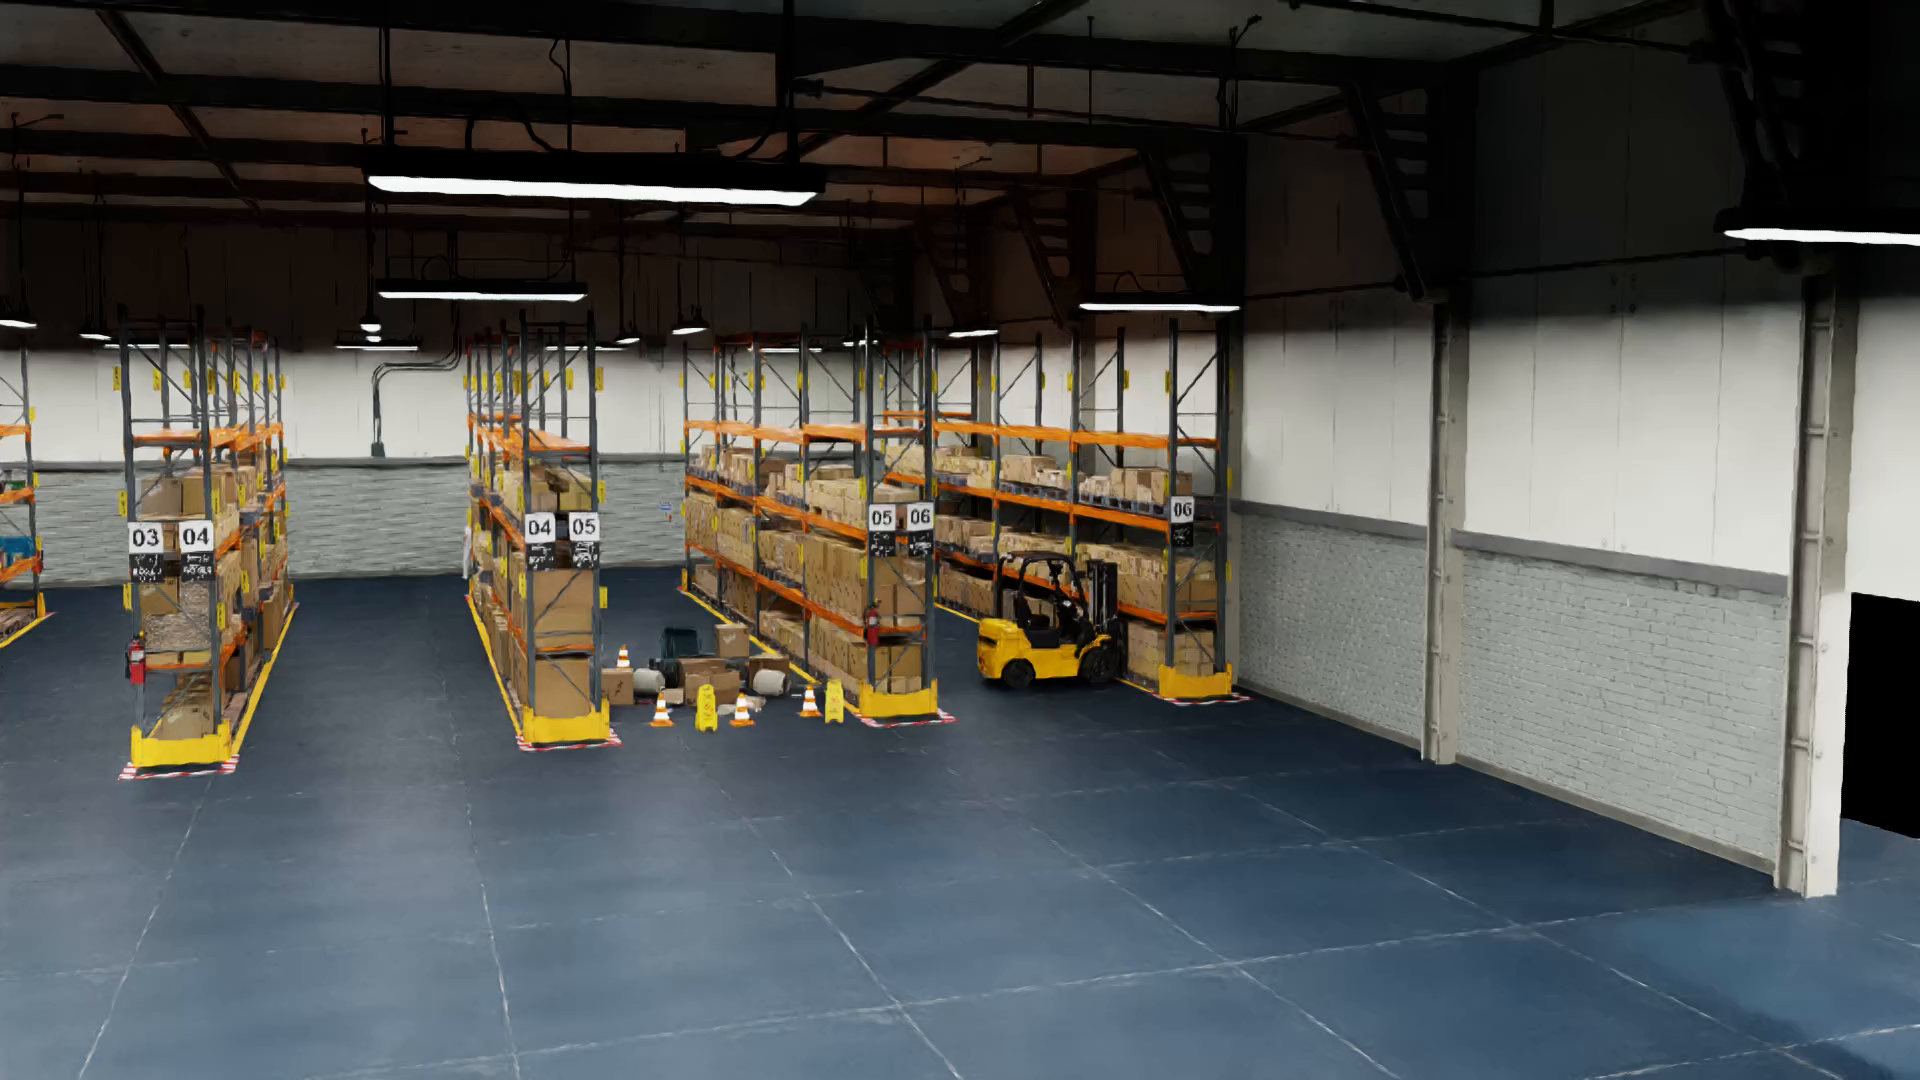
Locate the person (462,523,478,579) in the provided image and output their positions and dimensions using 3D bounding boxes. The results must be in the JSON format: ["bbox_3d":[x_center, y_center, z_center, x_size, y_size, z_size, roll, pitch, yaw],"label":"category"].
[{"bbox_3d":[-12.439,0.172,42.347,0.445,1.603,1.019,-1,5,-9],"label":"person"}]
